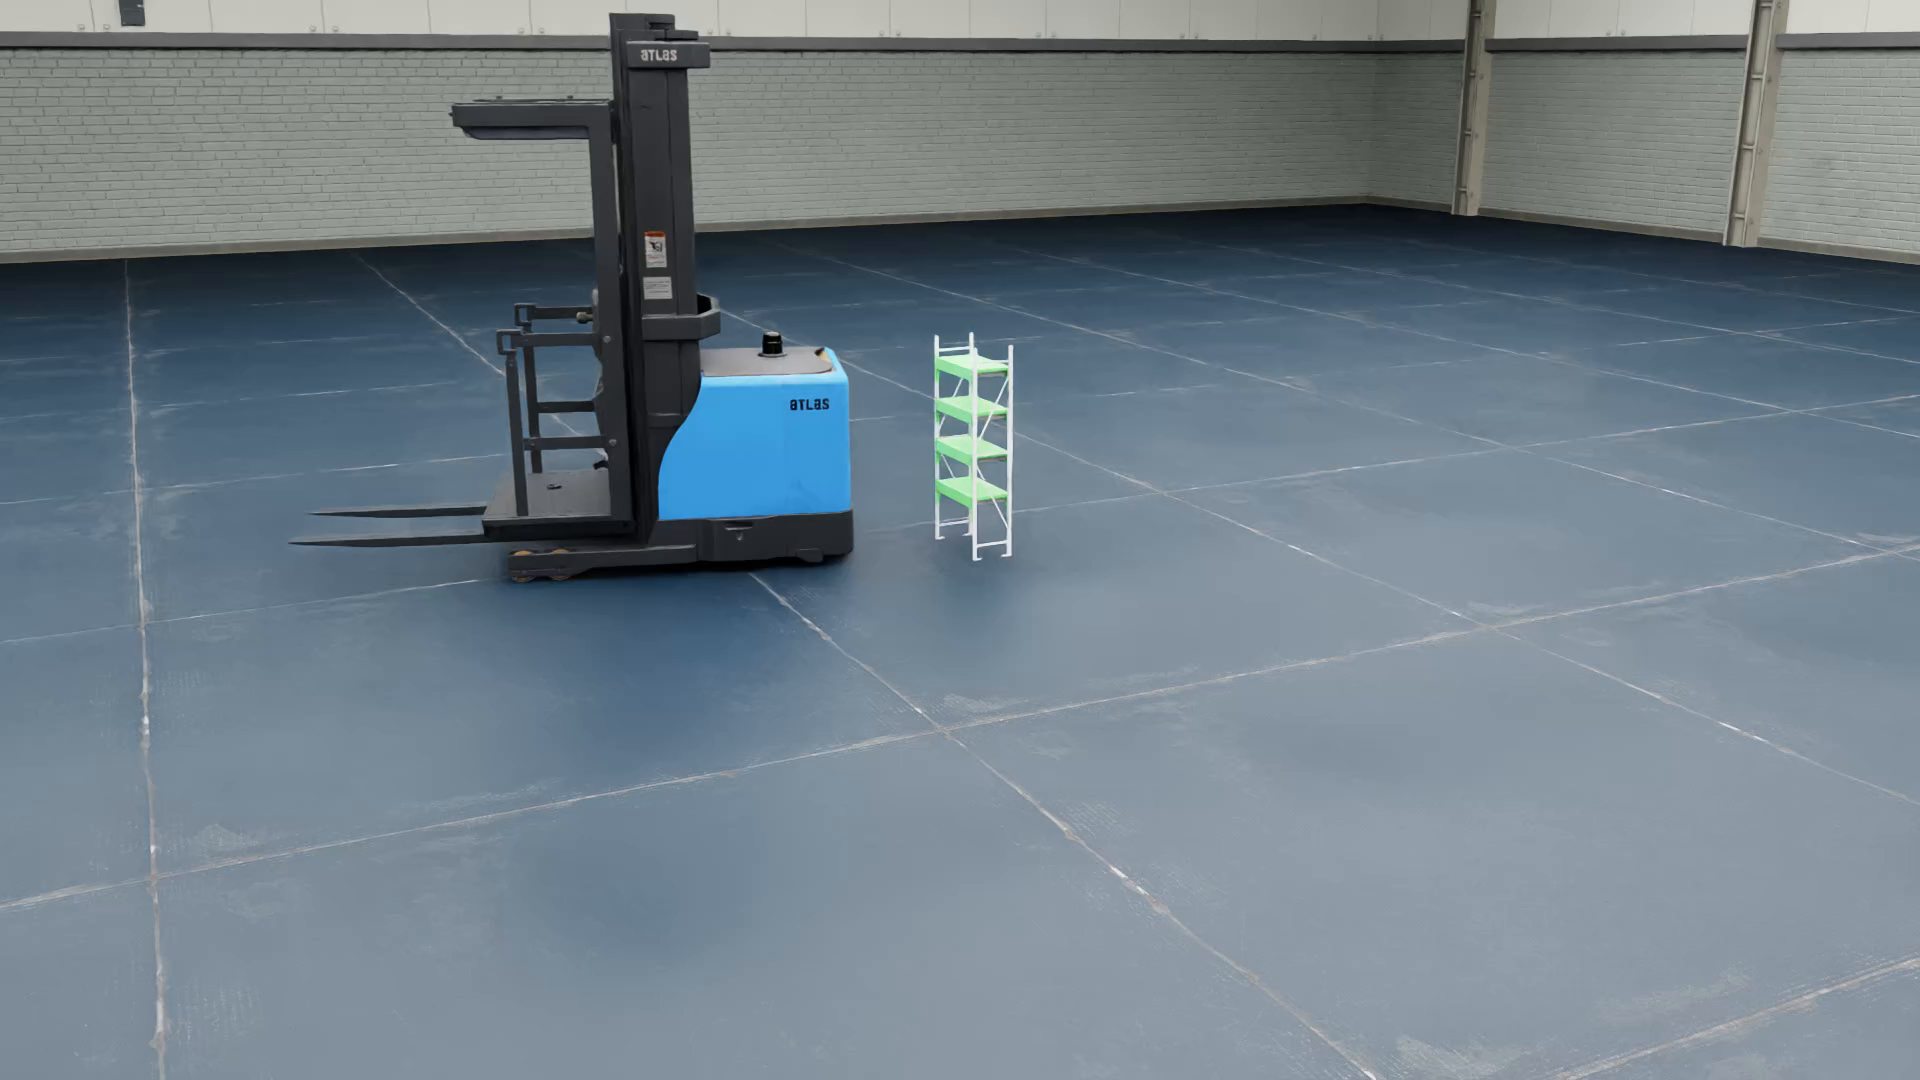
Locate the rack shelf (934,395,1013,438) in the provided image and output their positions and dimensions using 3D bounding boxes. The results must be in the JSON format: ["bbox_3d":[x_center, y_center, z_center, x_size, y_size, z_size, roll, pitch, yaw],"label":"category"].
[{"bbox_3d":[0.073,-0.705,9.394,0.258,0.148,0.480,-8,18,-25],"label":"rack shelf"}]

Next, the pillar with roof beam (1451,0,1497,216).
[{"bbox_3d":[5.422,-9.788,27.545,9.100,9.000,0.400,-8,18,-25],"label":"pillar with roof beam"}]

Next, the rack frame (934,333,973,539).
[{"bbox_3d":[-0.034,-0.596,9.653,0.240,1.200,0.015,-8,18,-25],"label":"rack frame"}]

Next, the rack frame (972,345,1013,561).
[{"bbox_3d":[0.179,-0.475,9.231,0.240,1.200,0.015,-8,18,-25],"label":"rack frame"}]

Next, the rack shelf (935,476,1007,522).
[{"bbox_3d":[0.073,-0.244,9.526,0.258,0.148,0.480,-8,18,-25],"label":"rack shelf"}]

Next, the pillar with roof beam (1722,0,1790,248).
[{"bbox_3d":[8.051,-8.300,22.361,9.100,9.000,0.400,-8,18,-25],"label":"pillar with roof beam"}]

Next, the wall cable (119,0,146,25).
[{"bbox_3d":[-10.585,-10.170,22.711,2.305,6.003,0.169,-8,18,-25],"label":"wall cable"}]

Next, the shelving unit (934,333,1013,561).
[{"bbox_3d":[0.073,-0.536,9.442,0.258,1.200,0.503,-8,18,-25],"label":"shelving unit"}]

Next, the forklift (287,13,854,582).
[{"bbox_3d":[-2.158,-1.339,9.102,3.031,2.935,1.130,-3,16,-9],"label":"forklift"}]

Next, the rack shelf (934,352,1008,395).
[{"bbox_3d":[0.073,-0.936,9.327,0.258,0.148,0.480,-8,18,-25],"label":"rack shelf"}]

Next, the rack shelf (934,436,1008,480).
[{"bbox_3d":[0.073,-0.474,9.460,0.258,0.148,0.480,-8,18,-25],"label":"rack shelf"}]
